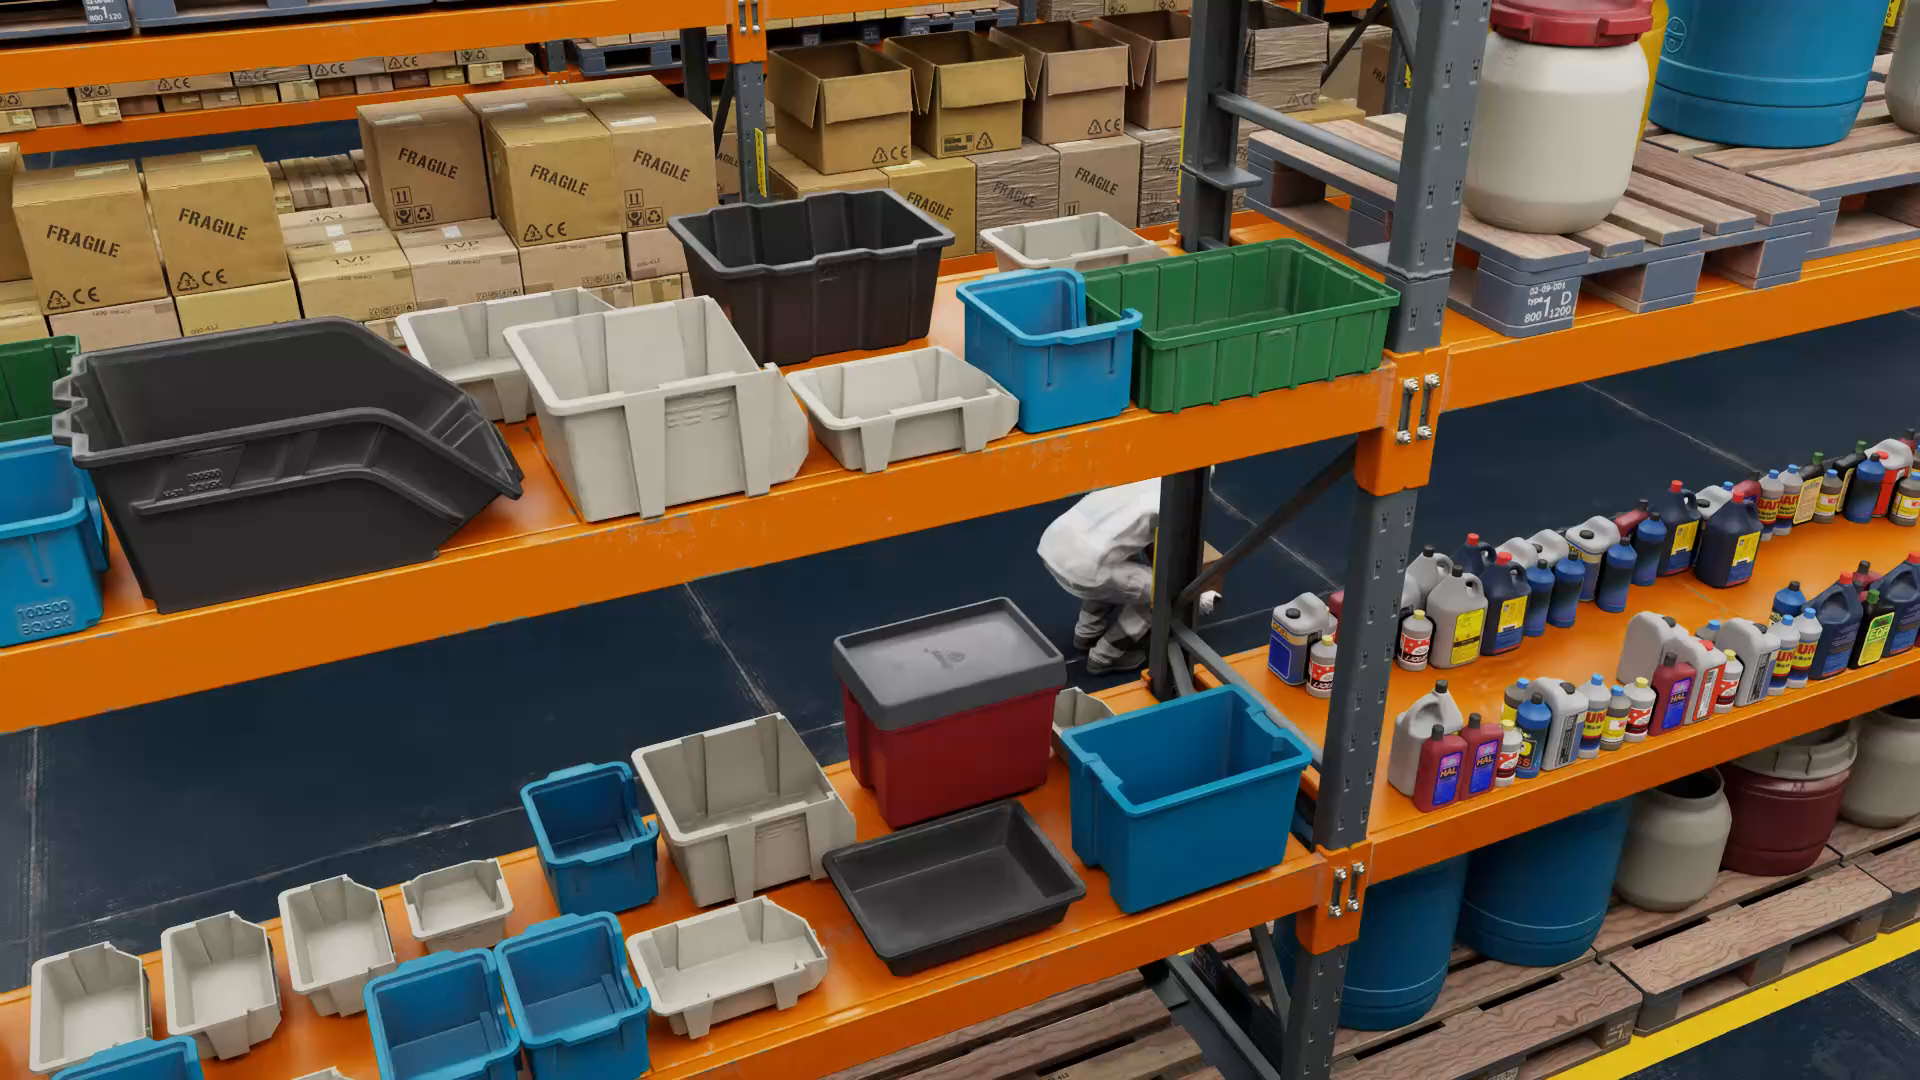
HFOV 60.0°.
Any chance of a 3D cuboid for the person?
[{"bbox_3d":[0.793,0.084,7.774,0.902,0.993,0.535,-14,32,-23],"label":"person"}]
